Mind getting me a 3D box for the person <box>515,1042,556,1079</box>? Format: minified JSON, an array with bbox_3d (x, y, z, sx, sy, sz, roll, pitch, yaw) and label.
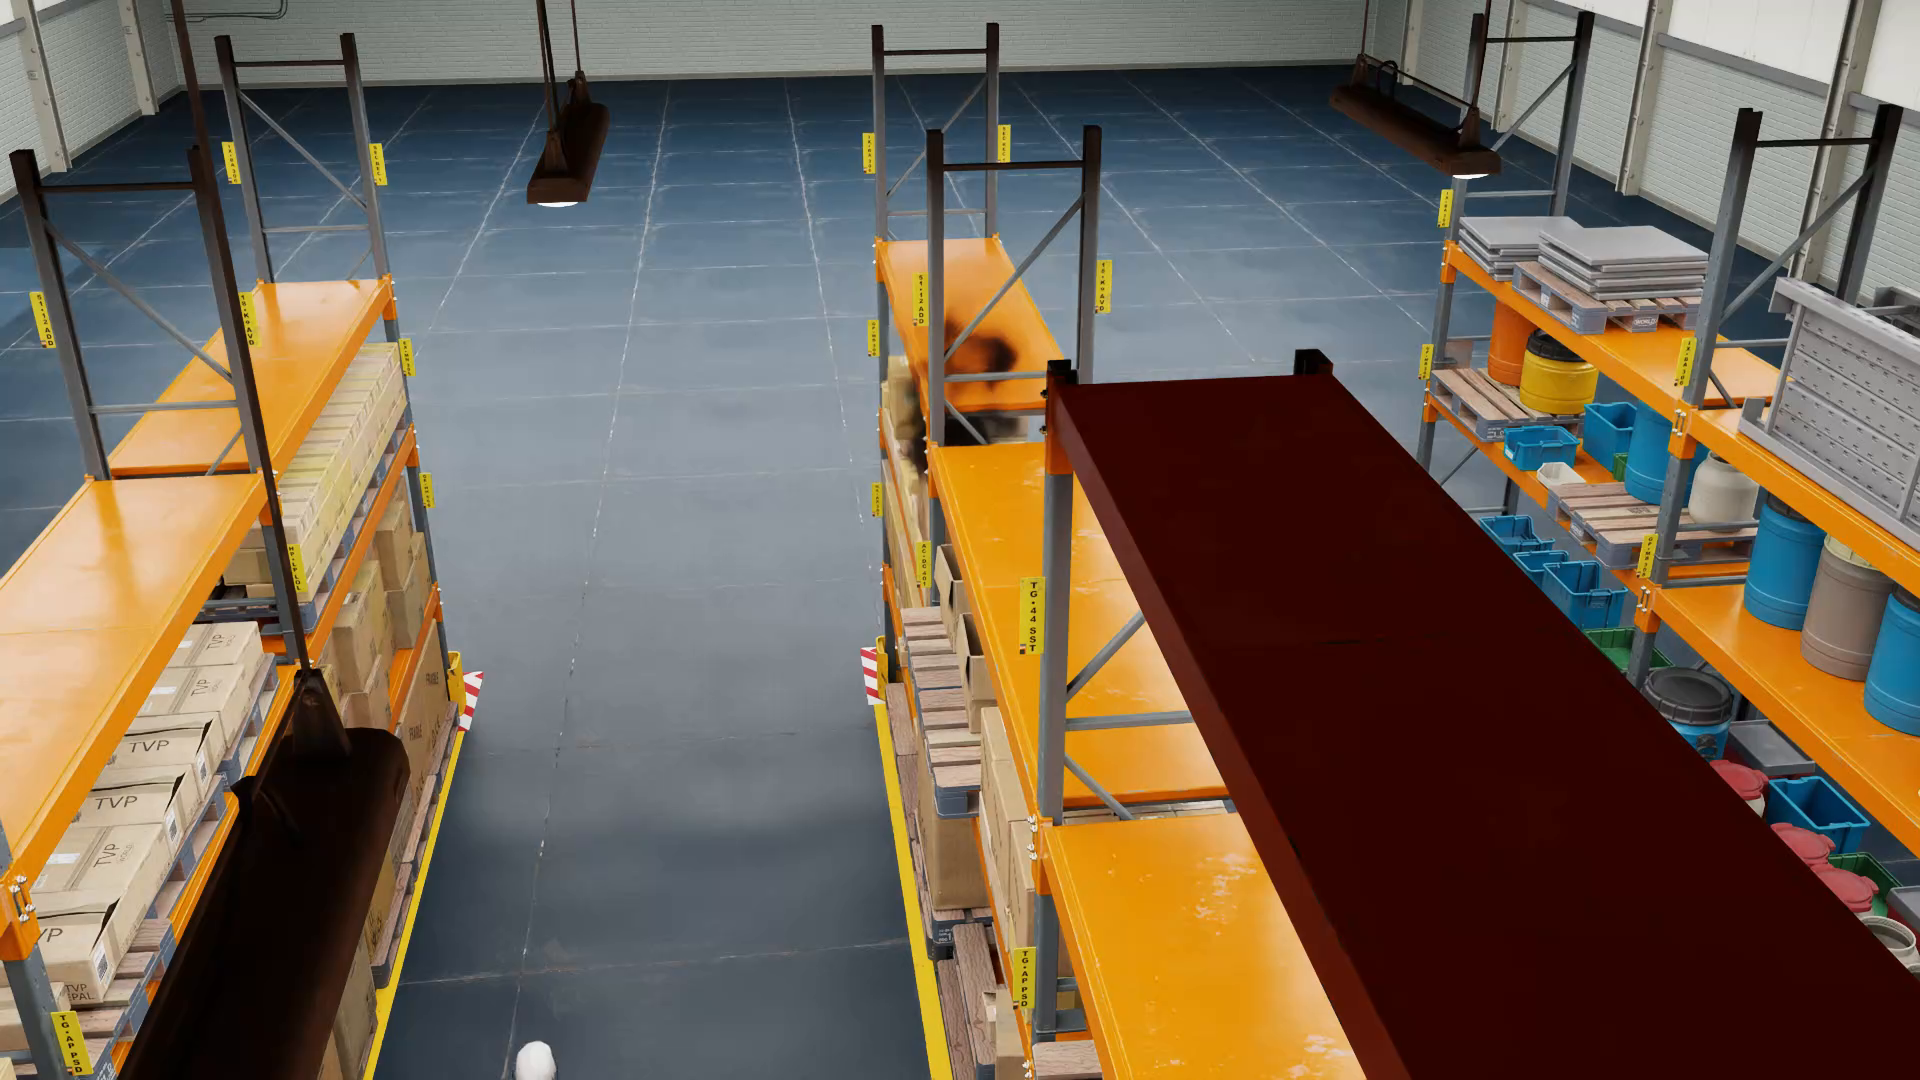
[{"bbox_3d":[-2.298,3.454,9.233,0.680,1.750,0.626,-6,26,-12],"label":"person"}]
